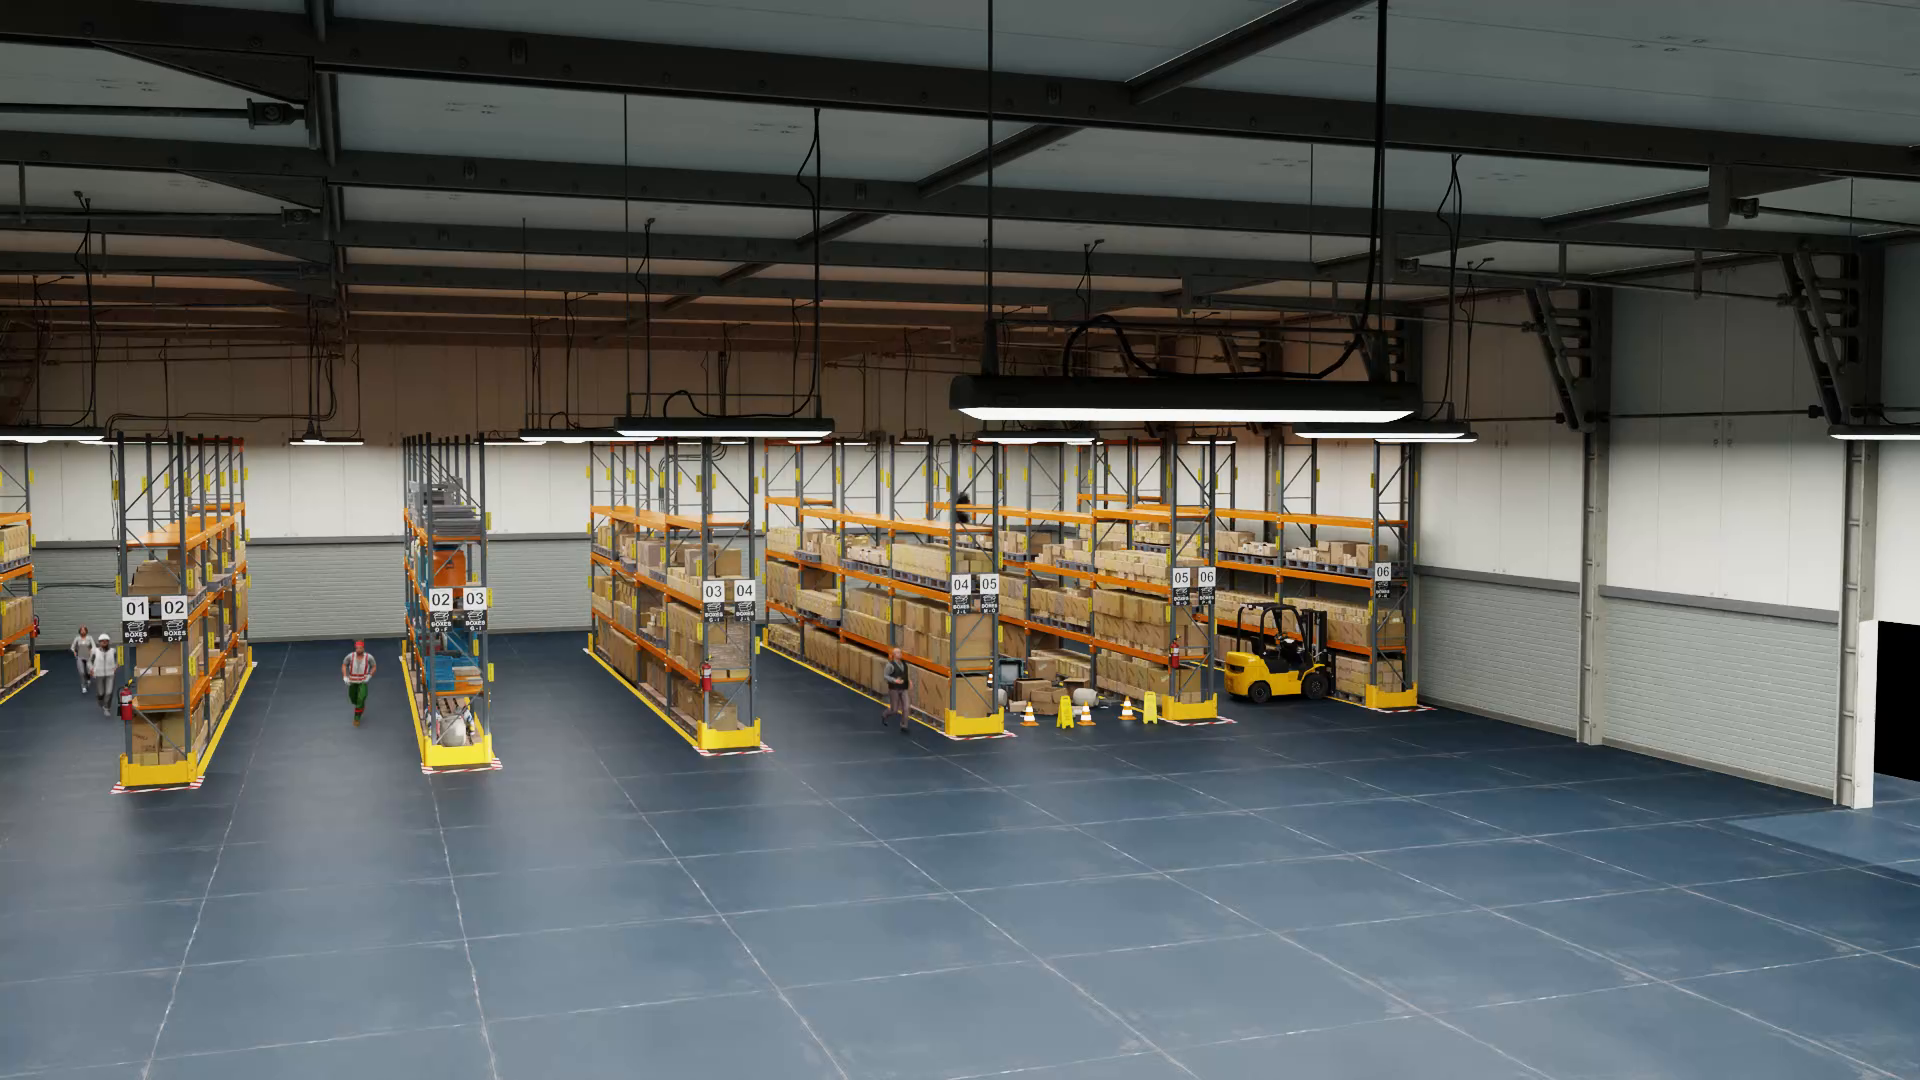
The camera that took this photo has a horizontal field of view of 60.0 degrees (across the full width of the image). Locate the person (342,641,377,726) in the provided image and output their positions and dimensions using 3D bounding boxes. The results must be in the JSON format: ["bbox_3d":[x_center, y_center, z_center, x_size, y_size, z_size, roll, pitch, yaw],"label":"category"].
[{"bbox_3d":[-12.479,2.958,34.588,0.679,1.755,0.806,-1,3,-11],"label":"person"}]

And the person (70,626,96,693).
[{"bbox_3d":[-20.530,2.788,38.963,0.523,1.548,0.567,-2,4,-29],"label":"person"}]

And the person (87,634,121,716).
[{"bbox_3d":[-18.368,2.893,35.730,0.668,1.744,0.627,-2,4,-29],"label":"person"}]

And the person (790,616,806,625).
[{"bbox_3d":[-4.904,2.063,50.567,0.679,1.746,0.688,-3,4,-43],"label":"person"}]

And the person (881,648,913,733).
[{"bbox_3d":[-1.246,2.995,33.506,0.678,1.631,0.757,-2,4,-36],"label":"person"}]
